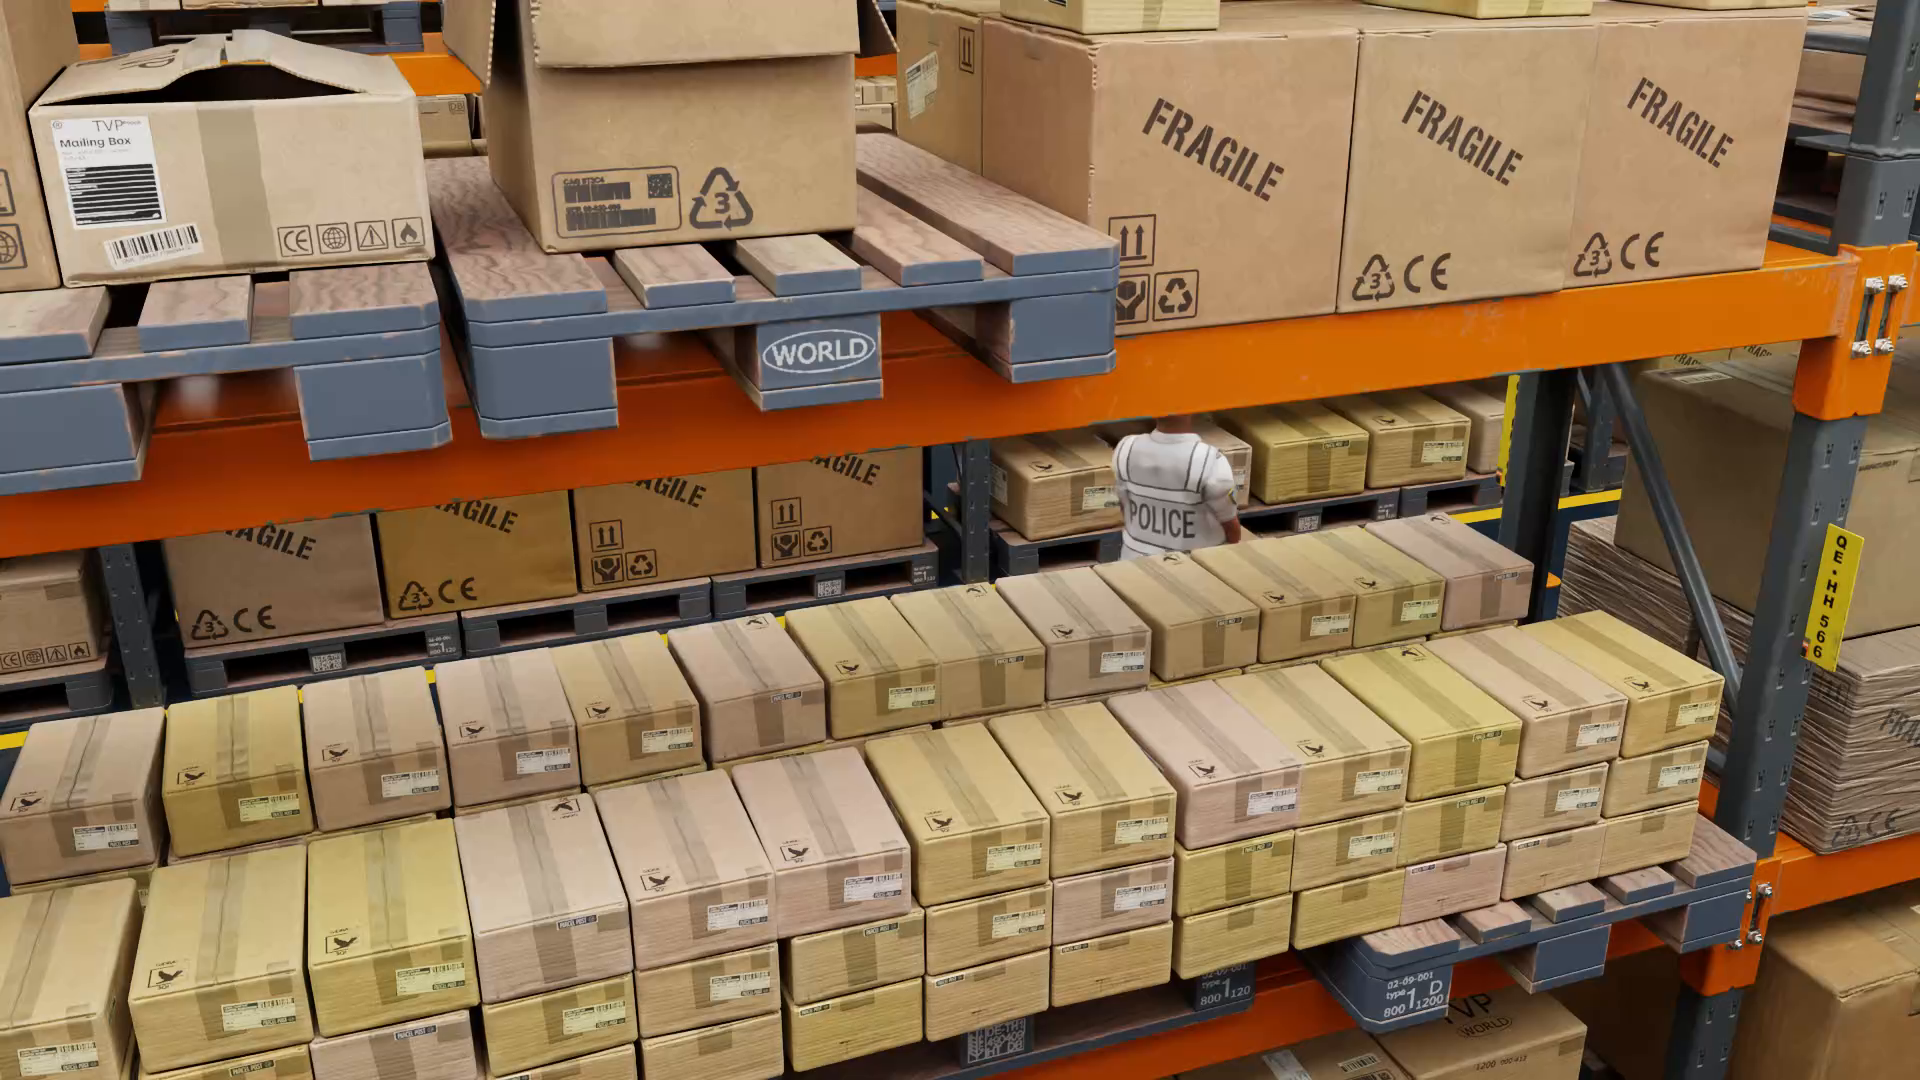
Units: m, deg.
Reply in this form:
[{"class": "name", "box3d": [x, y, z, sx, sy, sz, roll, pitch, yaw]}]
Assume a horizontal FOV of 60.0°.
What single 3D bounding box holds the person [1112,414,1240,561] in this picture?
[{"class": "person", "box3d": [0.911, 0.130, 6.712, 0.587, 1.790, 0.508, 13, 26, 29]}]
